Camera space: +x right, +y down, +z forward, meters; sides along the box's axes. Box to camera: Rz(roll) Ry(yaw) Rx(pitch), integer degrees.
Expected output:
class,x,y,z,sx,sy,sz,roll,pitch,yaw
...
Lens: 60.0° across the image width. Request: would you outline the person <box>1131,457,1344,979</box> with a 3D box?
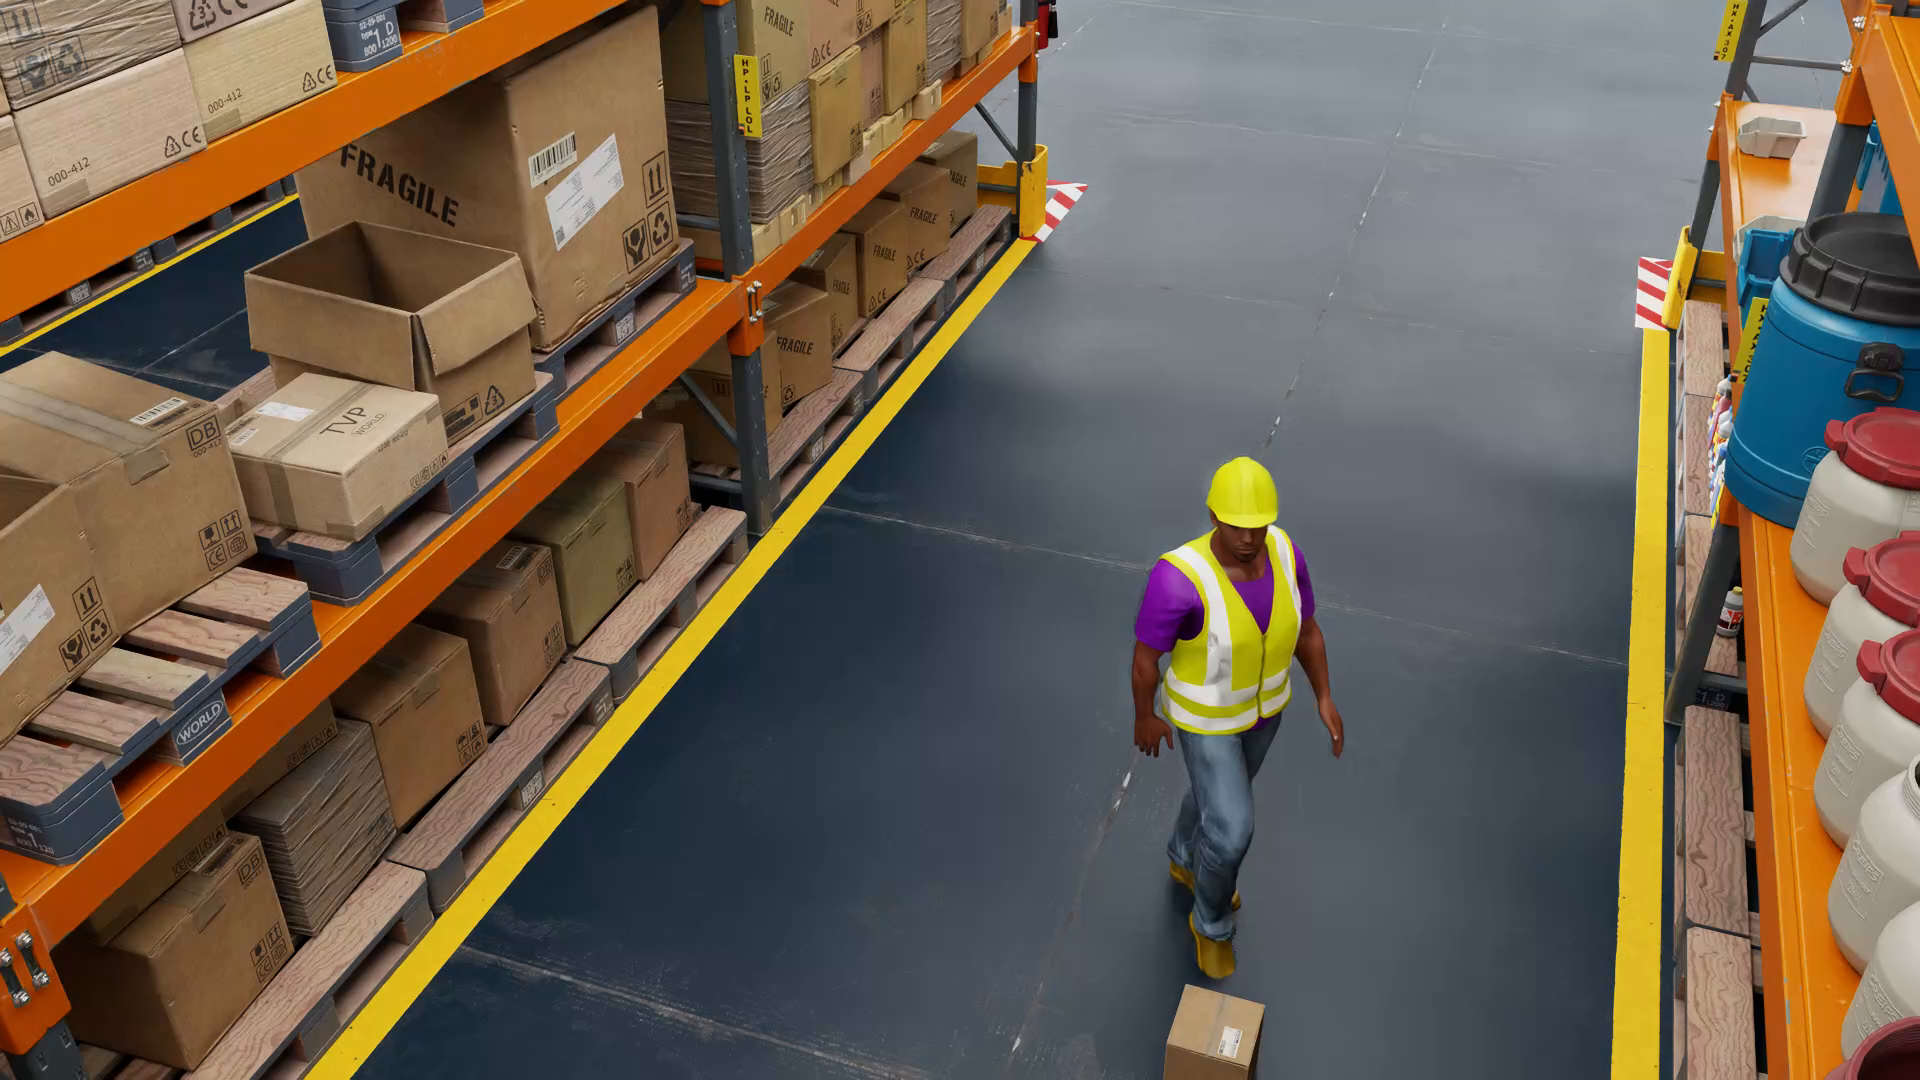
class,x,y,z,sx,sy,sz,roll,pitch,yaw
person,0.869,0.586,5.265,0.589,1.850,0.529,-21,38,-28
